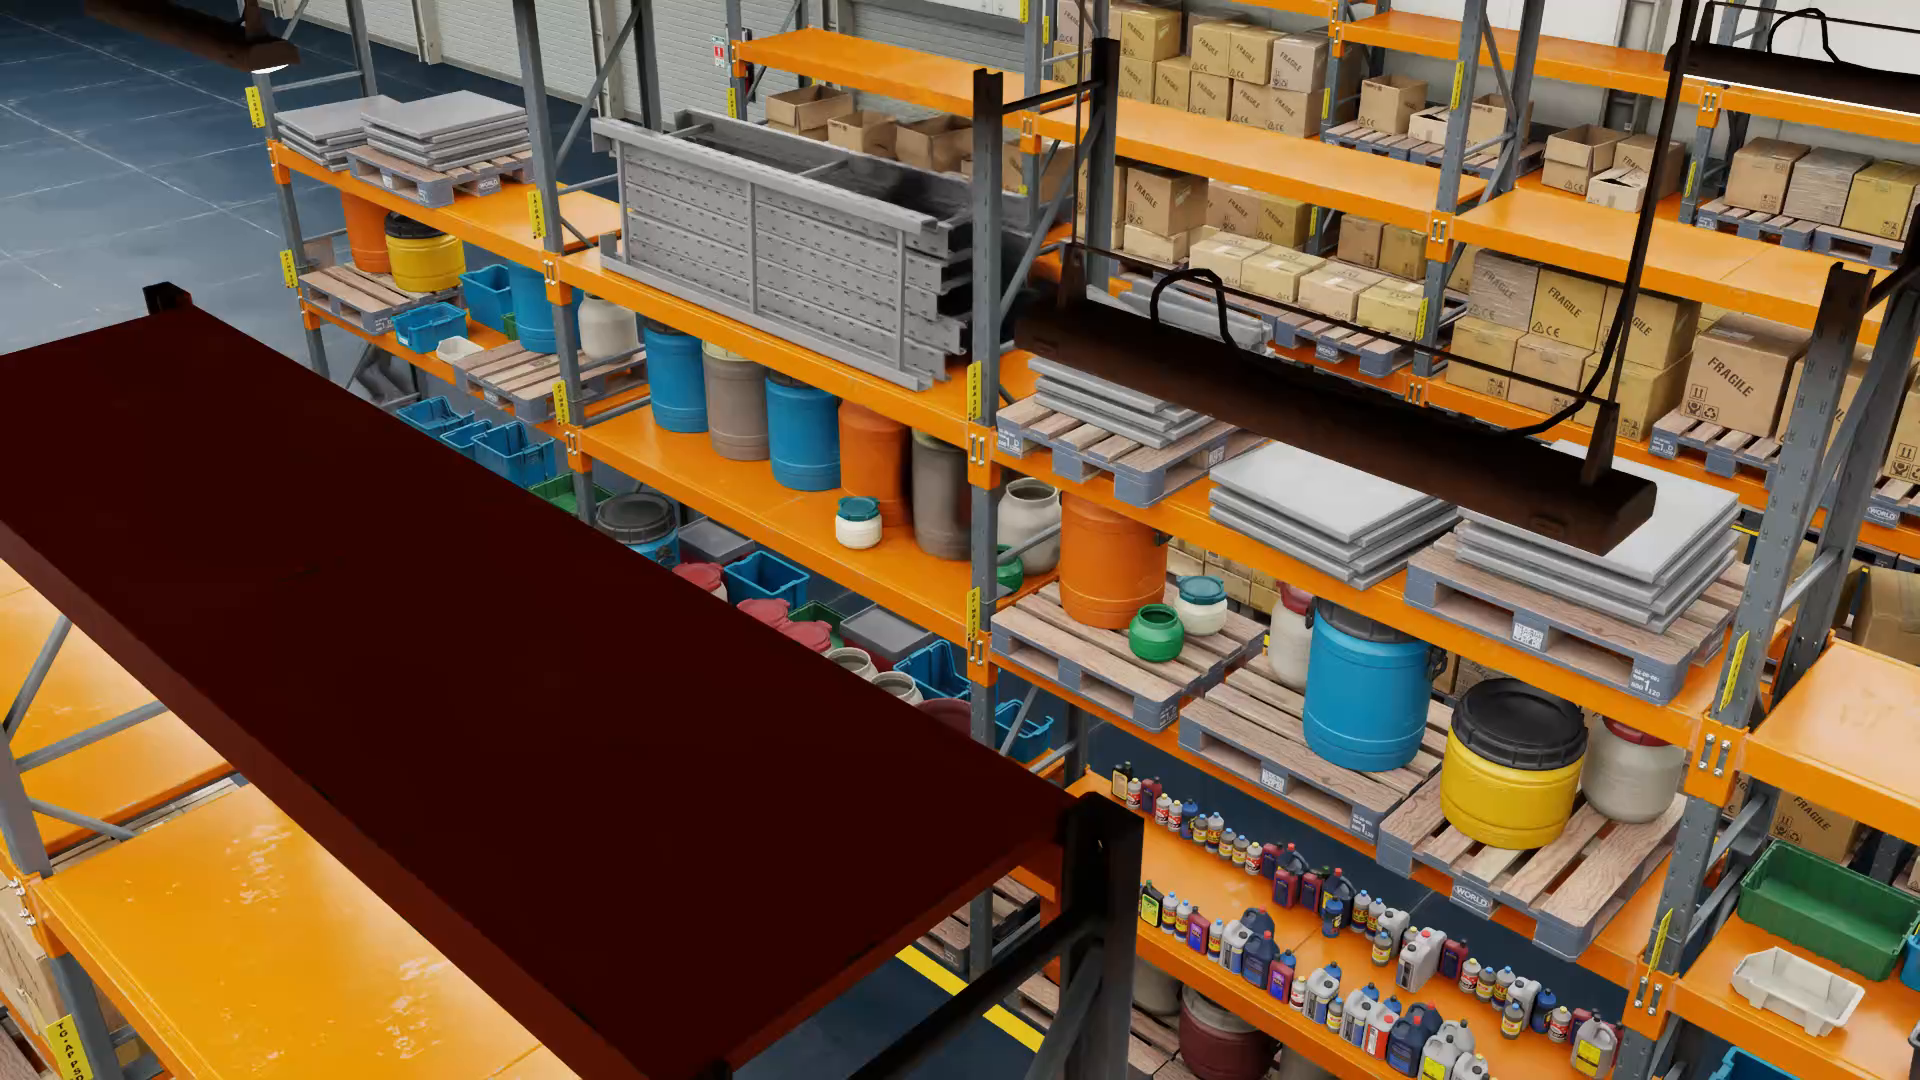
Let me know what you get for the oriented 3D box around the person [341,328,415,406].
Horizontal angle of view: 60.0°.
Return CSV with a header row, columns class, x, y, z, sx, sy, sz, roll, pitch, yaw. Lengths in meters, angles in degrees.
class,x,y,z,sx,sy,sz,roll,pitch,yaw
person,-6.485,-2.191,18.499,0.702,1.663,0.582,-8,30,-13
